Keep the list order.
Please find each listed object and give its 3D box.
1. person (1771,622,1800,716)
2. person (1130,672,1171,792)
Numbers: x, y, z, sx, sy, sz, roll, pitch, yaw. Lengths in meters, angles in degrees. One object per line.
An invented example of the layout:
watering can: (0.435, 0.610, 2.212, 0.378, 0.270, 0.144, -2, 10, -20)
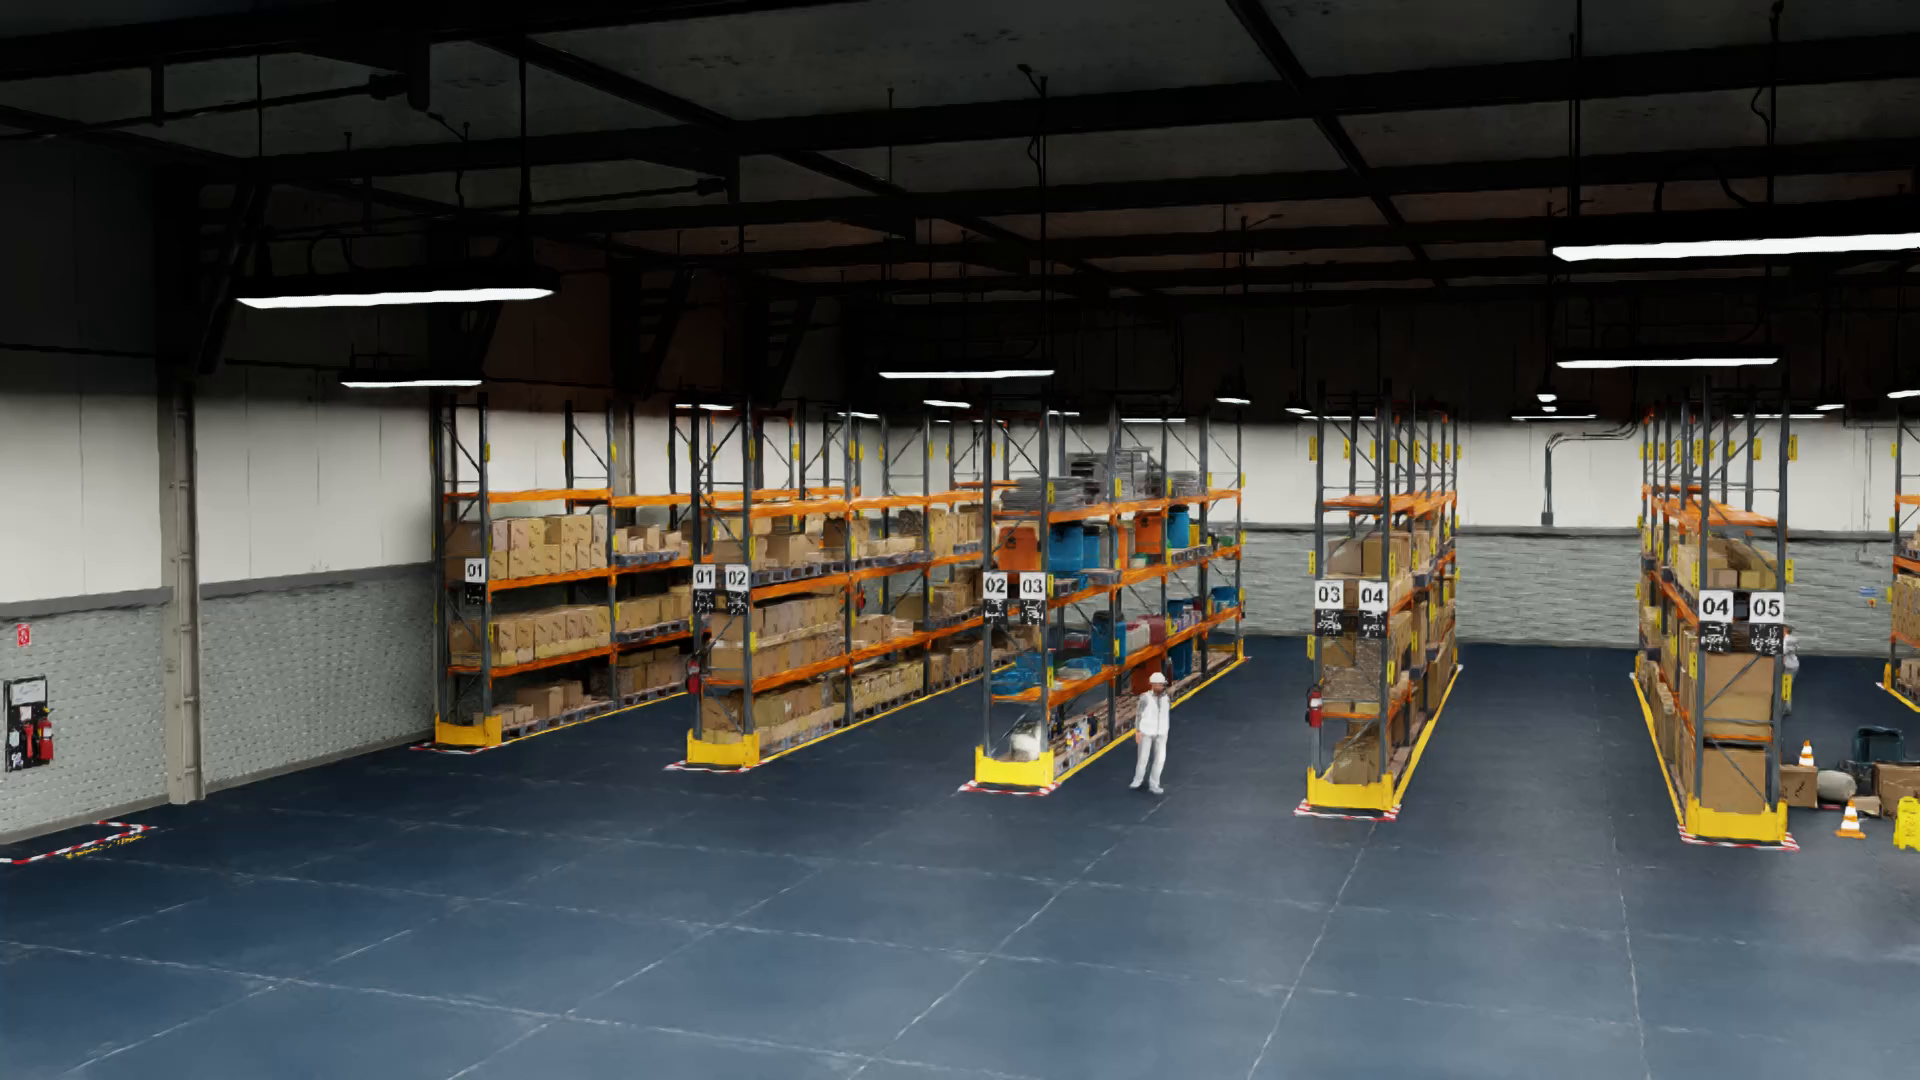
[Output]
person: (15.615, 2.435, 31.545, 0.588, 1.758, 0.501, -3, 4, -41)
person: (2.822, 2.818, 24.551, 0.575, 1.761, 0.564, -1, 3, -17)
